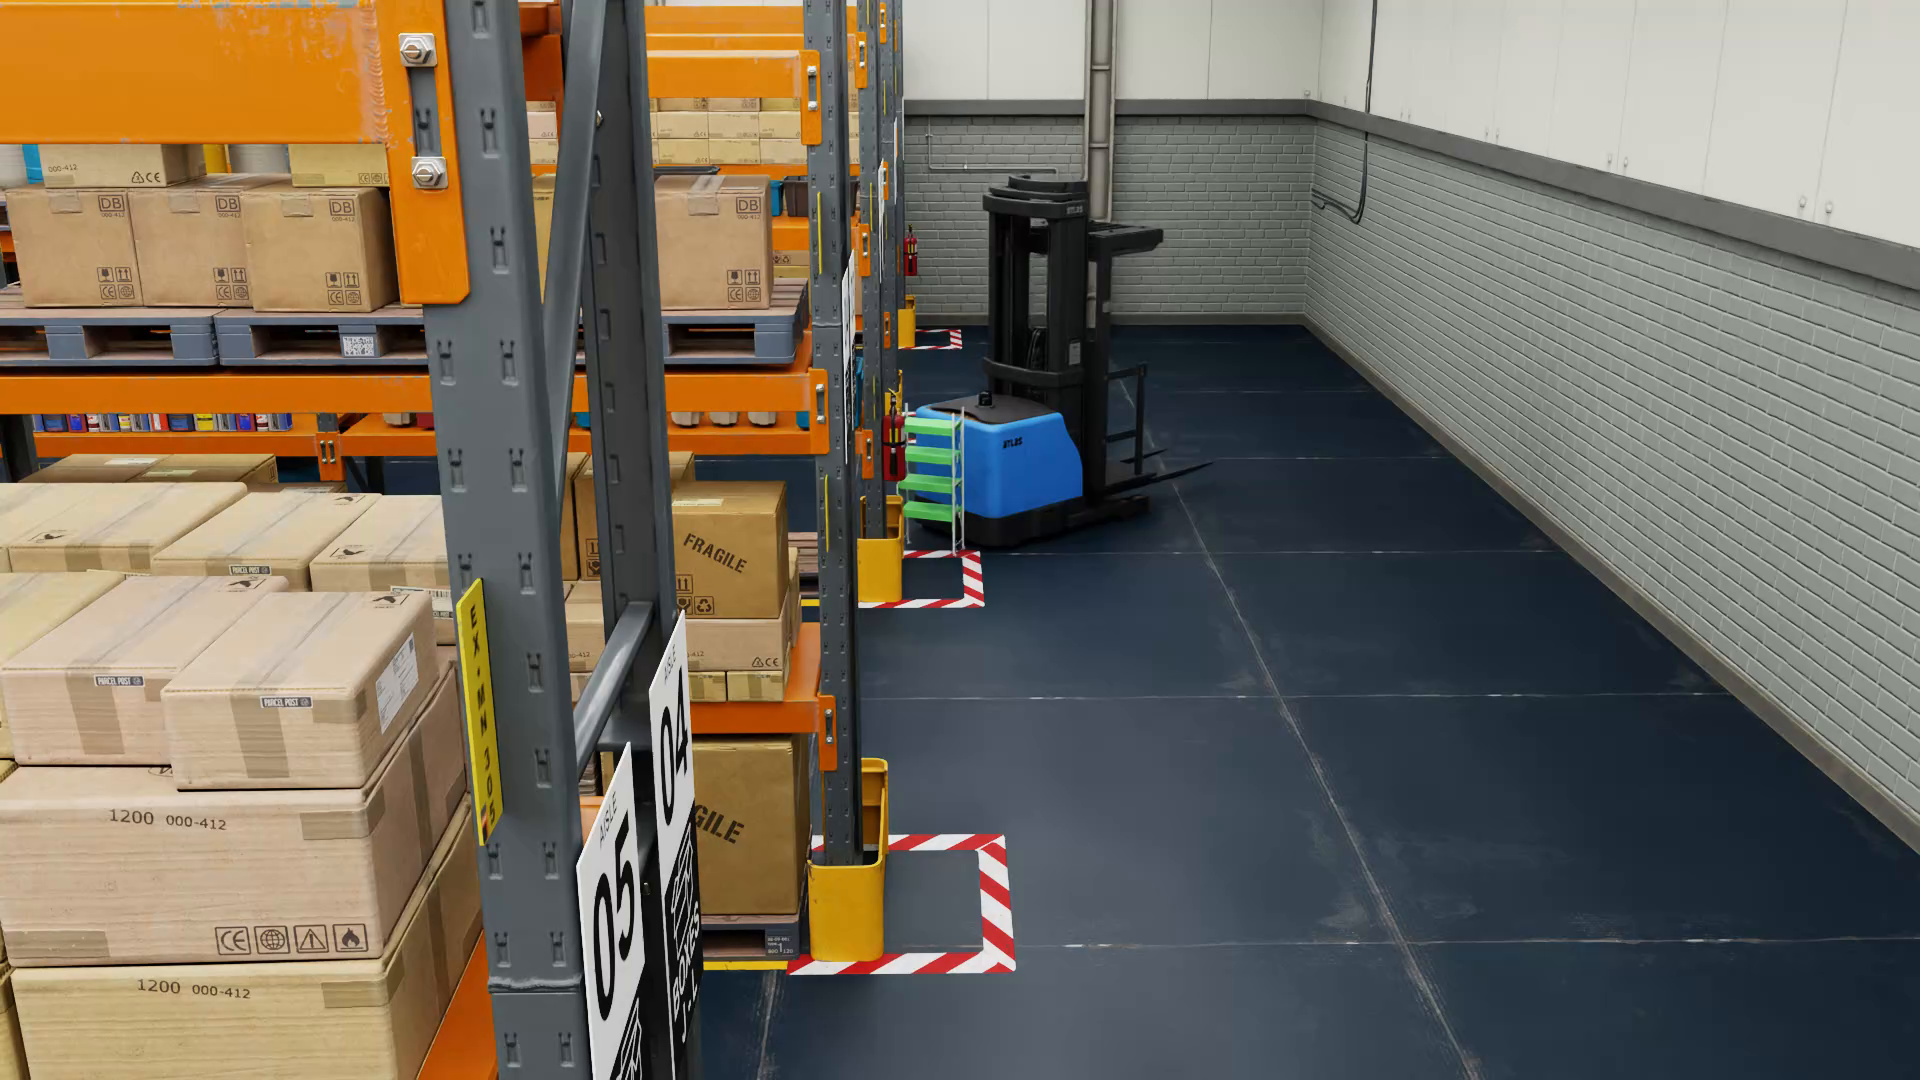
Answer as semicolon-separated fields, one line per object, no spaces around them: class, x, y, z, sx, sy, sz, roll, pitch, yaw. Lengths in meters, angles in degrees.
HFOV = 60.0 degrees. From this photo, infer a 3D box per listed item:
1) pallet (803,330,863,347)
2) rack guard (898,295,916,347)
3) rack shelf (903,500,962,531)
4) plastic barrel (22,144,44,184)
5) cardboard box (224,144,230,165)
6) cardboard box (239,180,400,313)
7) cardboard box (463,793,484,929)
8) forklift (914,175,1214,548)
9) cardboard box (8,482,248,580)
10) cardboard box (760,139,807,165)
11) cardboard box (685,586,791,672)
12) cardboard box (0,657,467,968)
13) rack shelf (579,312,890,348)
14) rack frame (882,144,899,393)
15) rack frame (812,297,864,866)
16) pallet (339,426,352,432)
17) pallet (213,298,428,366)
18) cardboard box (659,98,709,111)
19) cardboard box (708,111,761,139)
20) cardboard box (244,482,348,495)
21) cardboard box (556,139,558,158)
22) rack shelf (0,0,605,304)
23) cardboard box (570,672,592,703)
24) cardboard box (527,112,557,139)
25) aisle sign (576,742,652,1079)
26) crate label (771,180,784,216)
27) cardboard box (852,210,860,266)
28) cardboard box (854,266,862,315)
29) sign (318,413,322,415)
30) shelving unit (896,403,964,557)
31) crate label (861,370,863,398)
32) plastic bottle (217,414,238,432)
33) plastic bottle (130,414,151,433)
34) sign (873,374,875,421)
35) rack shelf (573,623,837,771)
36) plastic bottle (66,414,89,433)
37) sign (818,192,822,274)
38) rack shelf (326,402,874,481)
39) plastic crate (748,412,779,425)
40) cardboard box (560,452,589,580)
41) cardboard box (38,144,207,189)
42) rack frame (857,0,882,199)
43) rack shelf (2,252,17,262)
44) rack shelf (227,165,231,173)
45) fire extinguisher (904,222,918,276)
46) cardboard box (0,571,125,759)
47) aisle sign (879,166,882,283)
pallet;-1.603;-2.800;22.431;1.213;0.211;1.003;0;18;-1
rack guard;-0.781;-2.965;22.473;0.348;0.500;1.175;0;18;-1
rack shelf;-0.243;-0.206;13.712;0.480;0.148;0.258;6;19;18
plastic barrel;-6.352;-2.923;11.829;0.708;0.901;0.600;0;18;-1
cardboard box;-7.257;-4.097;16.835;0.500;0.500;0.910;0;18;-1
cardboard box;-2.726;-1.304;7.276;0.500;0.500;0.700;1;18;2
cardboard box;-1.046;0.465;3.021;0.500;0.250;0.500;0;18;1
forklift;1.043;-1.687;14.509;3.031;2.935;1.130;-15;23;-40
cardboard box;-1.448;0.020;2.937;0.250;0.149;0.380;0;18;-1
cardboard box;-1.733;-3.917;16.684;0.500;0.250;0.500;0;18;-1
cardboard box;-1.051;0.396;7.661;0.500;0.250;0.500;-1;18;-2
cardboard box;-1.050;0.383;2.459;0.500;0.250;0.500;-1;18;-3
rack shelf;-2.723;-2.290;17.455;4.000;0.370;1.077;0;18;-1
rack frame;-0.723;-2.643;17.375;0.127;3.000;1.000;0;18;-1
rack frame;-0.571;0.383;7.943;0.127;3.000;1.000;0;18;-1
pallet;-6.758;-1.273;17.671;1.213;0.211;1.003;0;18;-1
pallet;-2.535;-0.990;7.456;1.213;0.211;1.003;0;18;-1
cardboard box;-2.738;-4.602;16.771;0.500;0.500;0.700;0;18;-1
cardboard box;-2.233;-4.154;16.601;0.500;0.250;0.500;0;18;-1
cardboard box;-3.074;0.047;7.522;0.500;0.500;0.500;-1;18;-3
cardboard box;-3.733;-3.908;16.655;0.500;0.250;0.500;0;18;-1
rack shelf;-2.593;-0.605;2.383;4.000;0.370;1.077;0;18;-1
cardboard box;-1.683;0.608;7.652;0.250;0.149;0.380;0;18;0
cardboard box;-4.233;-4.145;16.574;0.500;0.250;0.500;0;18;-1
aisle sign;-0.516;0.752;2.538;0.004;0.787;0.394;0;18;-1
crate label;-1.576;-2.582;12.517;0.502;0.251;0.408;0;18;-1
cardboard box;-1.164;-3.080;16.938;0.500;0.500;0.500;0;18;-1
cardboard box;-1.167;-2.605;17.094;0.500;0.500;0.500;0;18;1
sign;-4.641;-1.074;12.033;0.005;0.325;0.100;0;18;-1
shelving unit;-0.244;-0.494;13.616;0.503;1.200;0.258;6;19;18
crate label;-0.901;-1.178;12.985;0.303;0.233;0.416;0;18;-1
plastic bottle;-5.403;-0.949;12.299;0.135;0.276;0.152;0;18;-1
plastic bottle;-6.041;-0.946;12.289;0.135;0.276;0.152;0;18;-1
sign;-0.624;-1.040;12.110;0.005;0.325;0.100;0;18;-1
rack shelf;-2.570;0.735;8.023;4.000;0.370;1.077;0;18;-1
plastic bottle;-6.504;-0.933;12.237;0.133;0.283;0.061;0;18;-1
sign;-0.576;-1.263;6.845;0.005;0.325;0.100;0;18;-1
rack shelf;-2.649;-0.778;12.739;4.000;0.370;1.077;0;18;-1
plastic crate;-1.461;-0.974;12.505;0.243;0.136;0.396;0;18;-1
cardboard box;-2.073;-0.118;8.035;0.500;0.500;0.500;-1;18;-2
cardboard box;-3.630;-1.681;7.224;0.500;0.250;0.500;-1;18;-4
rack frame;-0.649;-3.986;11.742;0.127;3.000;1.000;0;18;-1
rack shelf;-10.804;-3.765;22.051;4.000;0.370;1.077;0;18;-1
rack shelf;-6.722;-3.699;16.936;4.000;0.370;1.077;0;18;-1
fire extinguisher;-0.647;-3.801;21.723;0.183;0.674;0.296;0;18;-1
cardboard box;-1.426;0.178;2.447;0.250;0.149;0.380;-1;18;-3
aisle sign;-0.572;-2.279;11.984;0.004;0.787;0.394;0;18;-1
